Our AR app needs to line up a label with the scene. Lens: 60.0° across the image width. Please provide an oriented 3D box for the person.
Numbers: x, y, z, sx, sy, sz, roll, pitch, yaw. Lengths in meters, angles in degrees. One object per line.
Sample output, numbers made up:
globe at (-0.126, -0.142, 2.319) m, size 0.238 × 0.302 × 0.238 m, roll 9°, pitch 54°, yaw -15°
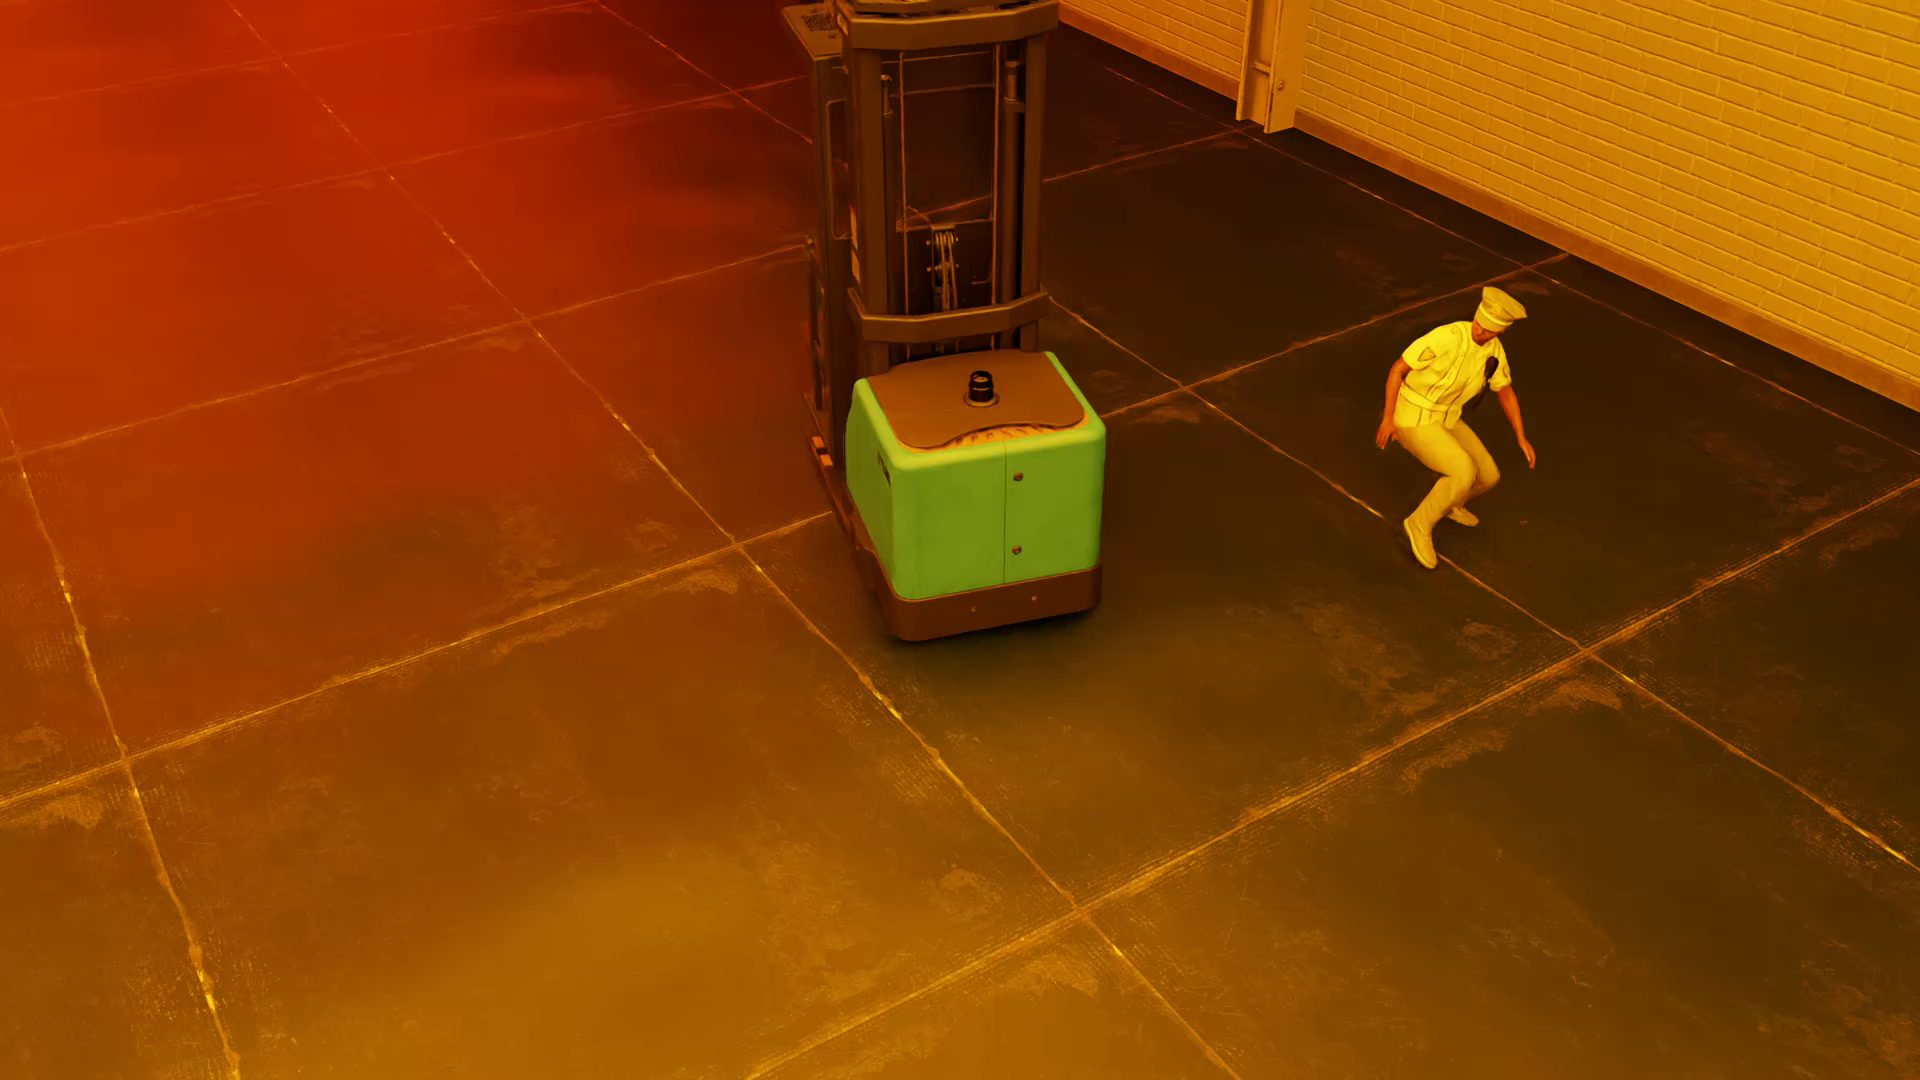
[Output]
person at (2.463, -0.568, 8.295) m, size 0.722 × 1.456 × 0.652 m, roll -23°, pitch 41°, yaw -29°

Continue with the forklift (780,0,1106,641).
forklift at (-0.224, -1.564, 8.373) m, size 1.130 × 2.935 × 3.031 m, roll -10°, pitch 36°, yaw -14°
